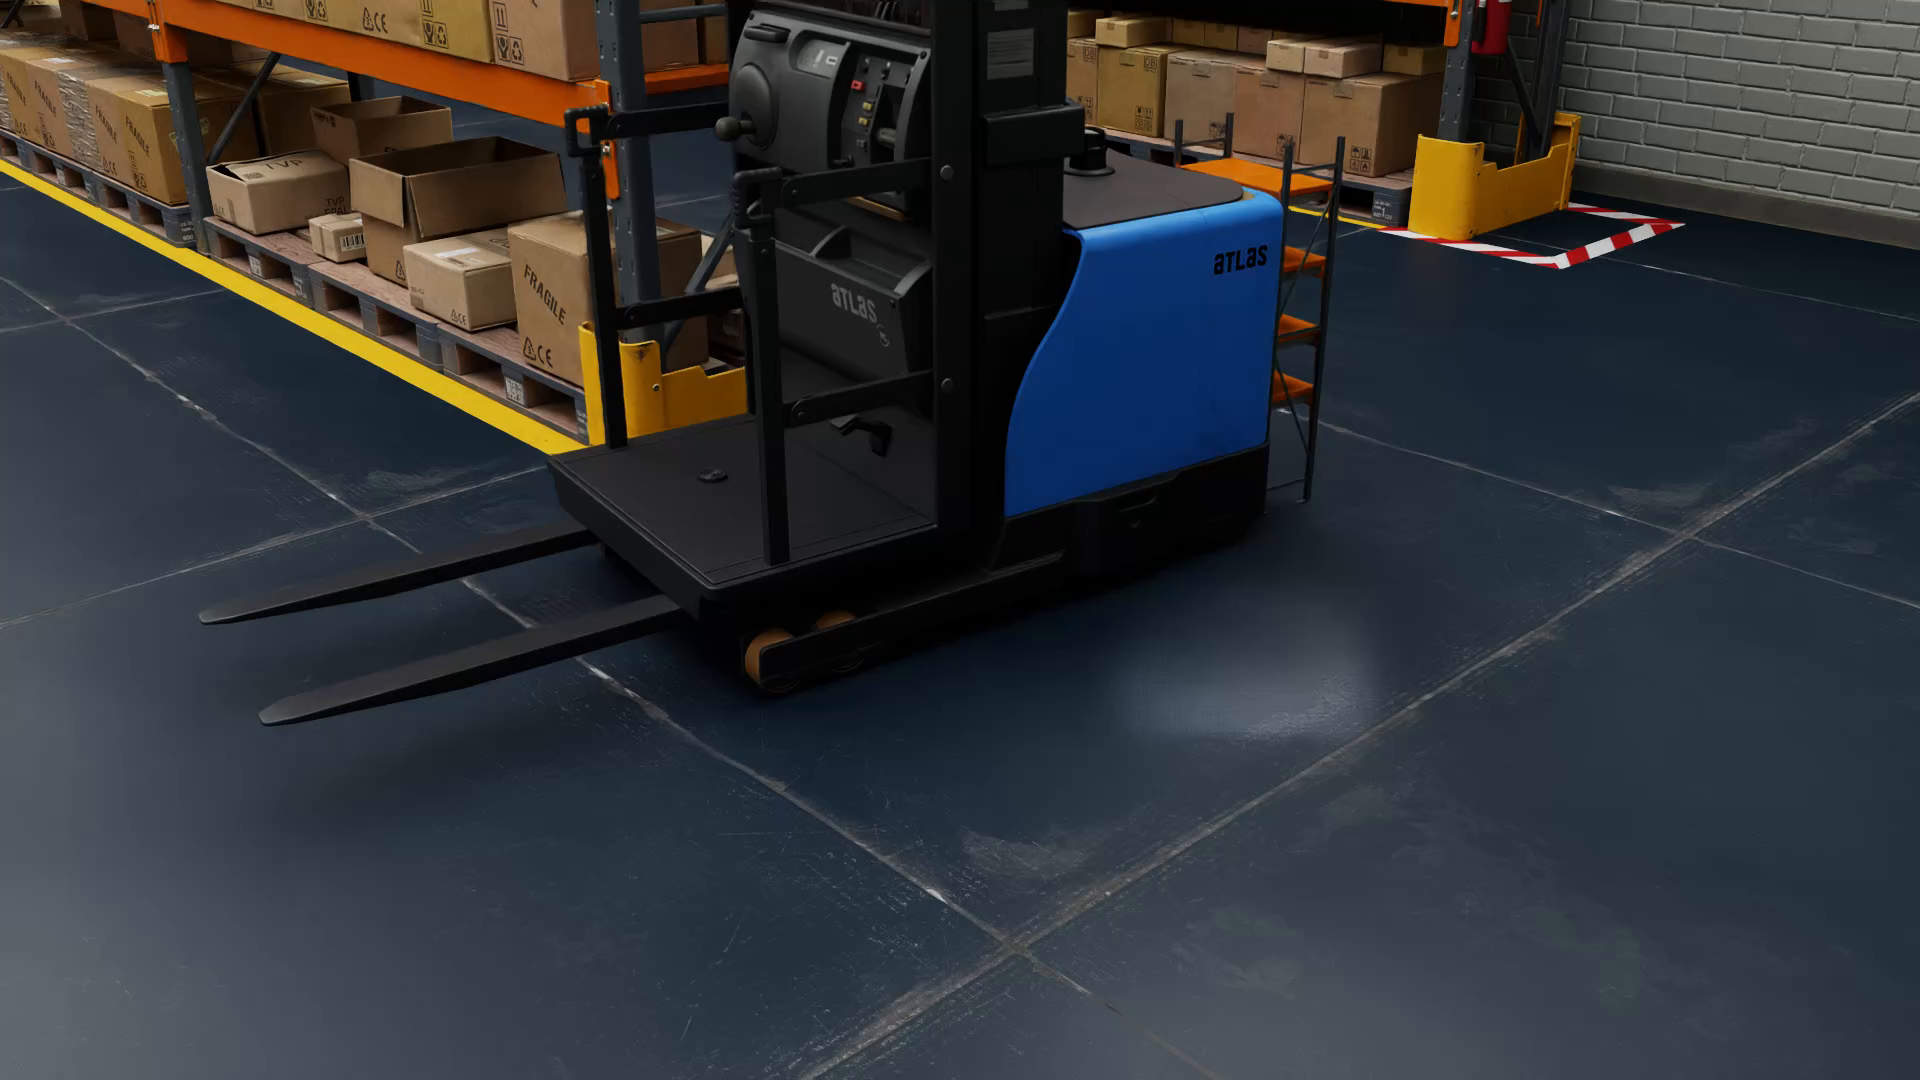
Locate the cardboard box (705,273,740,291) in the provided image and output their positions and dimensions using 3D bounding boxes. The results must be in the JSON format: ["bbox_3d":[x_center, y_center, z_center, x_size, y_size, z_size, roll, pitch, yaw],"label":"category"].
[{"bbox_3d":[-0.931,-0.942,6.583,0.380,0.166,0.250,-21,32,-38],"label":"cardboard box"}]

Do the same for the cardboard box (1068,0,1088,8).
[{"bbox_3d":[0.636,-3.542,11.125,0.380,0.149,0.250,-21,32,-39],"label":"cardboard box"}]

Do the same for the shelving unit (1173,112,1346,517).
[{"bbox_3d":[0.925,-0.733,5.410,0.258,1.200,0.503,-16,29,-31],"label":"shelving unit"}]

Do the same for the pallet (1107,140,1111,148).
[{"bbox_3d":[0.617,-2.827,11.193,1.003,0.211,1.213,-21,32,-38],"label":"pallet"}]

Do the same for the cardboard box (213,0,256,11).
[{"bbox_3d":[-2.957,-2.602,7.219,0.500,0.500,0.500,-21,32,-38],"label":"cardboard box"}]

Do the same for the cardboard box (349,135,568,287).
[{"bbox_3d":[-2.171,-1.439,7.268,0.797,0.503,0.637,-21,32,-38],"label":"cardboard box"}]

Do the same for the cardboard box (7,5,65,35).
[{"bbox_3d":[-6.337,-3.591,11.639,0.500,0.311,0.500,-20,31,-37],"label":"cardboard box"}]

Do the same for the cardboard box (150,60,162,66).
[{"bbox_3d":[-4.321,-2.533,9.669,0.500,0.500,0.500,-21,32,-38],"label":"cardboard box"}]

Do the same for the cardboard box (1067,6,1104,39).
[{"bbox_3d":[0.691,-3.286,10.564,0.380,0.149,0.250,-20,31,-37],"label":"cardboard box"}]

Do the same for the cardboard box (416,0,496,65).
[{"bbox_3d":[-1.587,-1.990,5.879,0.500,0.500,0.500,-21,32,-38],"label":"cardboard box"}]

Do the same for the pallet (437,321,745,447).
[{"bbox_3d":[-1.323,-0.726,6.587,1.003,0.211,1.213,-21,32,-38],"label":"pallet"}]

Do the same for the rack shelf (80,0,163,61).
[{"bbox_3d":[-4.826,-3.221,9.563,1.077,0.370,4.000,-21,32,-38],"label":"rack shelf"}]

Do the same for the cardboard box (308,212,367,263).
[{"bbox_3d":[-2.732,-1.406,7.600,0.380,0.166,0.250,-21,32,-38],"label":"cardboard box"}]

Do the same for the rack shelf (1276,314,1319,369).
[{"bbox_3d":[0.925,-0.672,5.438,0.258,0.148,0.480,-16,29,-31],"label":"rack shelf"}]

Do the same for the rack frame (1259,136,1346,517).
[{"bbox_3d":[1.064,-0.650,5.227,0.240,1.200,0.015,-16,29,-31],"label":"rack frame"}]

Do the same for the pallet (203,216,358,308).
[{"bbox_3d":[-2.990,-1.465,8.207,1.003,0.211,1.213,-21,32,-38],"label":"pallet"}]

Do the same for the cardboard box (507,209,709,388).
[{"bbox_3d":[-1.277,-0.888,6.064,0.500,0.500,0.500,-21,32,-38],"label":"cardboard box"}]

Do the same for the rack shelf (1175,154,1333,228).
[{"bbox_3d":[0.926,-1.091,5.248,0.258,0.148,0.480,-16,29,-31],"label":"rack shelf"}]

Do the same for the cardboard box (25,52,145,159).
[{"bbox_3d":[-5.029,-2.531,9.665,0.500,0.500,0.500,22,33,40],"label":"cardboard box"}]

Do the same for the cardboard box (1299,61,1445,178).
[{"bbox_3d":[2.337,-2.374,9.346,0.700,0.500,0.500,-21,32,-38],"label":"cardboard box"}]

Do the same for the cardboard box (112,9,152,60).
[{"bbox_3d":[-4.639,-3.017,9.827,0.500,0.250,0.500,-22,32,-39],"label":"cardboard box"}]

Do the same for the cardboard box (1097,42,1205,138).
[{"bbox_3d":[1.281,-2.837,10.361,0.700,0.500,0.500,-20,31,-37],"label":"cardboard box"}]

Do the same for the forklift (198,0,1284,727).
[{"bbox_3d":[-0.532,-1.181,4.307,3.031,2.935,1.130,-16,29,-31],"label":"forklift"}]

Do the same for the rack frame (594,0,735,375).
[{"bbox_3d":[-0.725,-1.730,5.429,1.000,3.000,0.127,-21,32,-38],"label":"rack frame"}]

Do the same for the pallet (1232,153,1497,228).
[{"bbox_3d":[2.285,-2.088,9.573,1.003,0.211,1.213,-21,32,-38],"label":"pallet"}]

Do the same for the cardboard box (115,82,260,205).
[{"bbox_3d":[-4.006,-2.073,8.662,0.500,0.500,0.500,-21,32,-39],"label":"cardboard box"}]

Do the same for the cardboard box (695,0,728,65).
[{"bbox_3d":[-0.836,-1.985,5.867,0.500,0.500,0.500,-20,32,-37],"label":"cardboard box"}]

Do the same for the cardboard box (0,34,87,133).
[{"bbox_3d":[-5.729,-2.841,10.345,0.500,0.500,0.500,22,33,40],"label":"cardboard box"}]

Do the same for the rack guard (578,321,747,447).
[{"bbox_3d":[-0.777,-0.616,5.998,1.175,0.500,0.348,-21,32,-38],"label":"rack guard"}]

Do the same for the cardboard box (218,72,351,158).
[{"bbox_3d":[-3.612,-2.221,8.986,0.500,0.500,0.500,22,33,39],"label":"cardboard box"}]

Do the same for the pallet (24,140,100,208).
[{"bbox_3d":[-4.881,-2.279,9.991,1.003,0.211,1.213,-21,32,-38],"label":"pallet"}]

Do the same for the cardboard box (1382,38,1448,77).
[{"bbox_3d":[2.568,-2.688,9.253,0.380,0.149,0.250,-21,32,-38],"label":"cardboard box"}]

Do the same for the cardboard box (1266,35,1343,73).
[{"bbox_3d":[1.941,-2.734,9.353,0.380,0.149,0.250,-20,31,-37],"label":"cardboard box"}]

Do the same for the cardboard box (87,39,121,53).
[{"bbox_3d":[-5.029,-2.843,10.350,0.500,0.500,0.500,22,33,40],"label":"cardboard box"}]

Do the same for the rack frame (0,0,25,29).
[{"bbox_3d":[-6.193,-4.154,10.742,1.000,3.000,0.127,-21,32,-38],"label":"rack frame"}]

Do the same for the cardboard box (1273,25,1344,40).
[{"bbox_3d":[2.051,-2.917,9.755,0.380,0.149,0.250,-21,32,-38],"label":"cardboard box"}]

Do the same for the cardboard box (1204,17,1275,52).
[{"bbox_3d":[1.700,-3.072,10.094,0.380,0.149,0.250,-21,32,-38],"label":"cardboard box"}]

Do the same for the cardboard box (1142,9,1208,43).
[{"bbox_3d":[1.351,-3.227,10.433,0.380,0.149,0.250,-21,32,-38],"label":"cardboard box"}]
